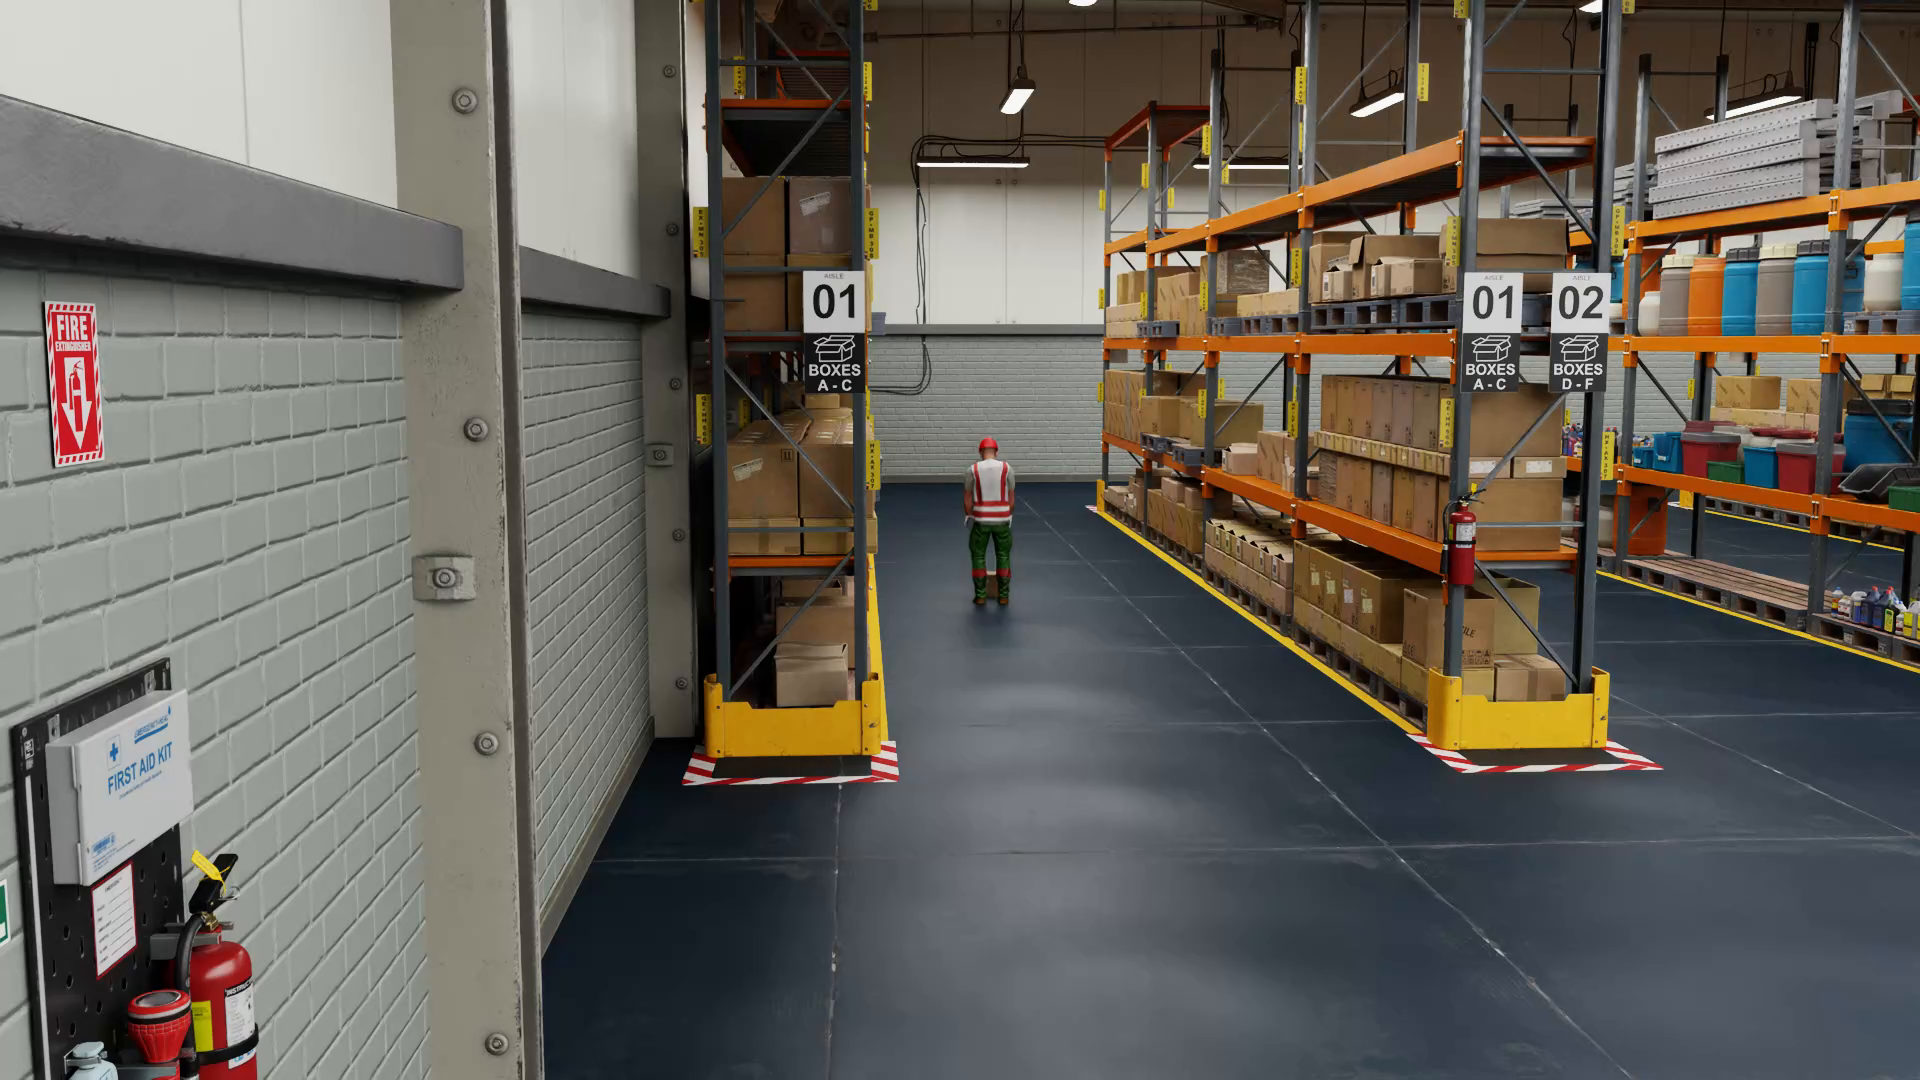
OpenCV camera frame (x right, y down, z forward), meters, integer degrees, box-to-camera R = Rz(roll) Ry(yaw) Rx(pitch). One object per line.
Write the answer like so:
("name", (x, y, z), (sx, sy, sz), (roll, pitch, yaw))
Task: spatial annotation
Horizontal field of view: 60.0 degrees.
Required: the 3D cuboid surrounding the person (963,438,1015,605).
("person", (0.304, -0.201, 17.531), (0.541, 1.743, 0.443), (0, 7, -2))
